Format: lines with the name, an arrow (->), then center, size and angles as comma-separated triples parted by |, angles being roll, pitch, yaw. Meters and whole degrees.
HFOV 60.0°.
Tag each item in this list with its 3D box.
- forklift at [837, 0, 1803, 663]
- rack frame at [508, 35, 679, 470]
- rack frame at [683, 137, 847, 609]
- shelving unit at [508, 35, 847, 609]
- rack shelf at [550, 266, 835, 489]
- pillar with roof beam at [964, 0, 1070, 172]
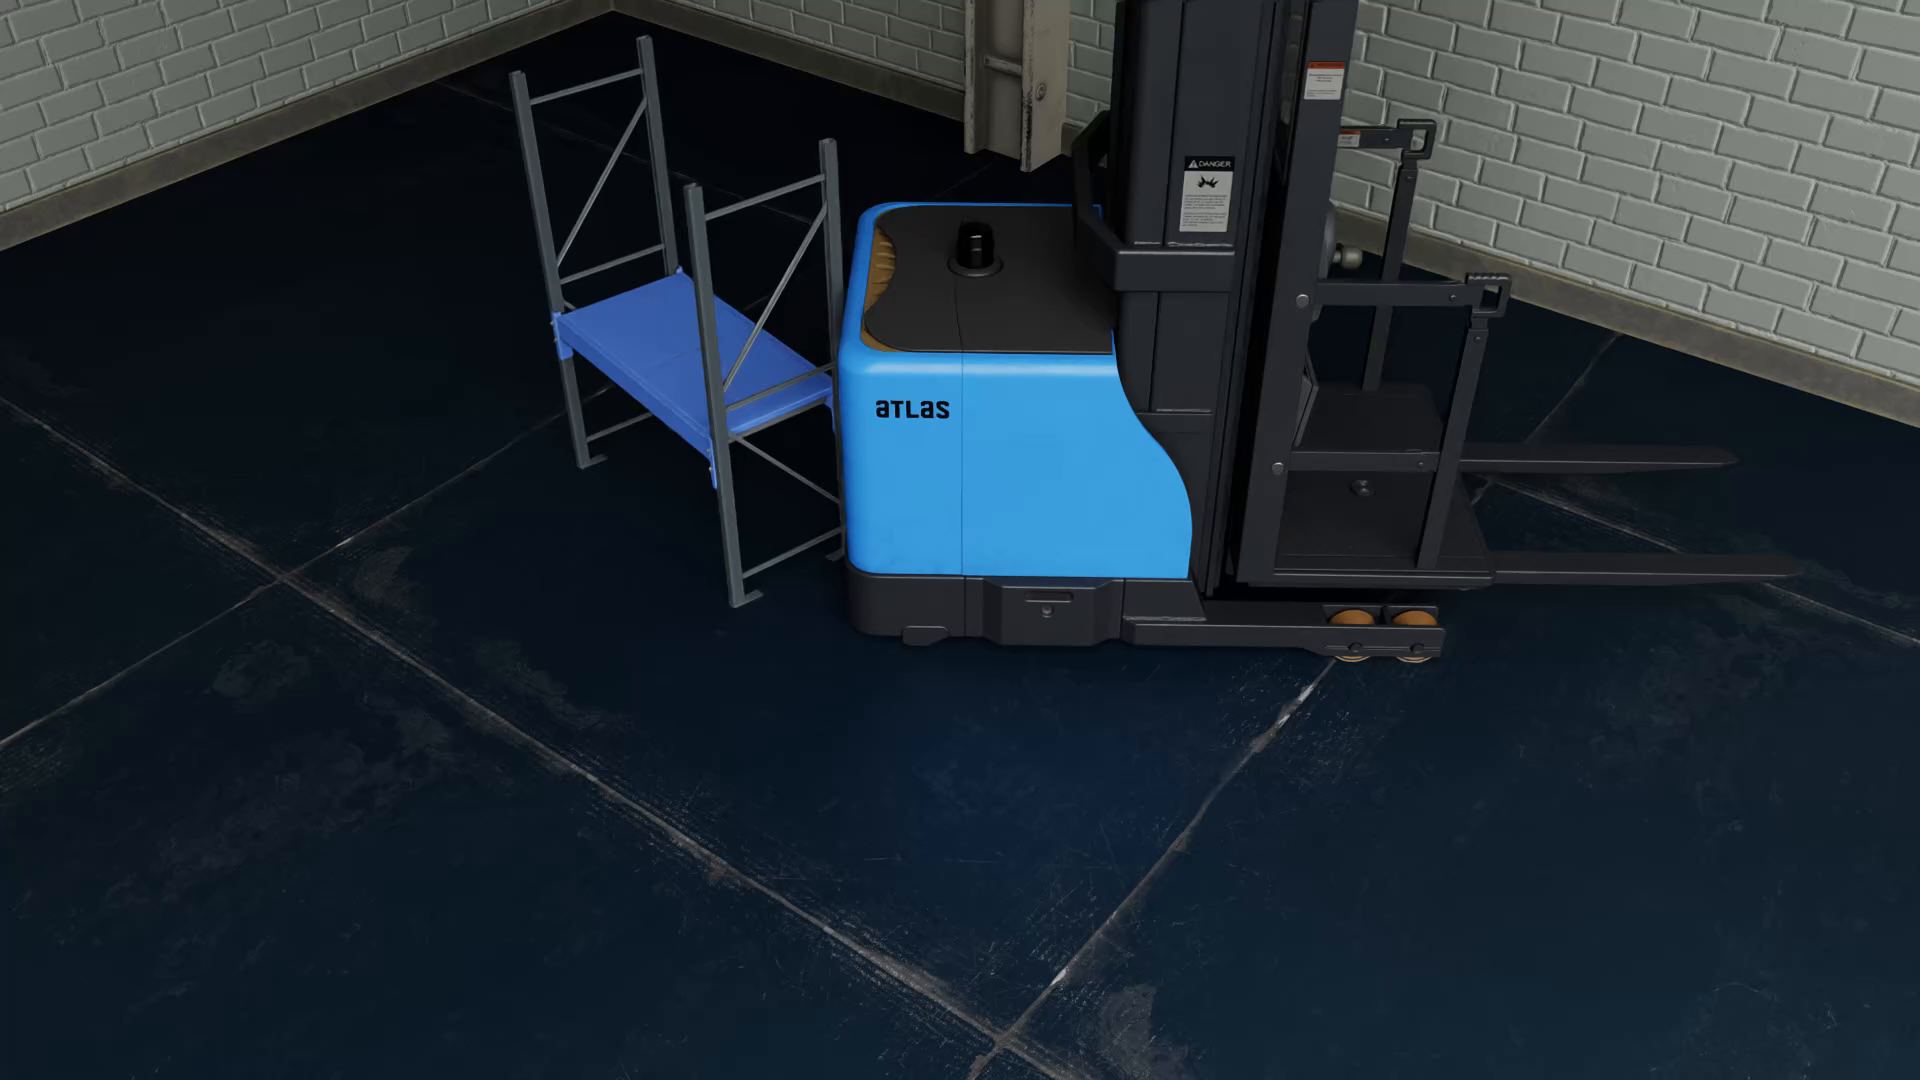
forklift -> 1.162, -1.100, 4.777 | 3.031, 2.935, 1.130 | 1, 38, 1
rack frame -> -1.203, -0.952, 5.749 | 0.500, 1.500, 0.032 | -27, 45, -30
rack frame -> -0.557, -0.468, 5.131 | 0.500, 1.500, 0.032 | -27, 45, -30
shelving unit -> -0.880, -0.710, 5.440 | 0.538, 1.500, 1.048 | -27, 45, -30
rack shelf -> -0.880, -0.568, 5.551 | 0.538, 0.185, 1.000 | -27, 45, -30
pillar with roof beam -> -2.350, -3.354, 2.734 | 0.400, 9.000, 9.100 | 25, 45, 29
